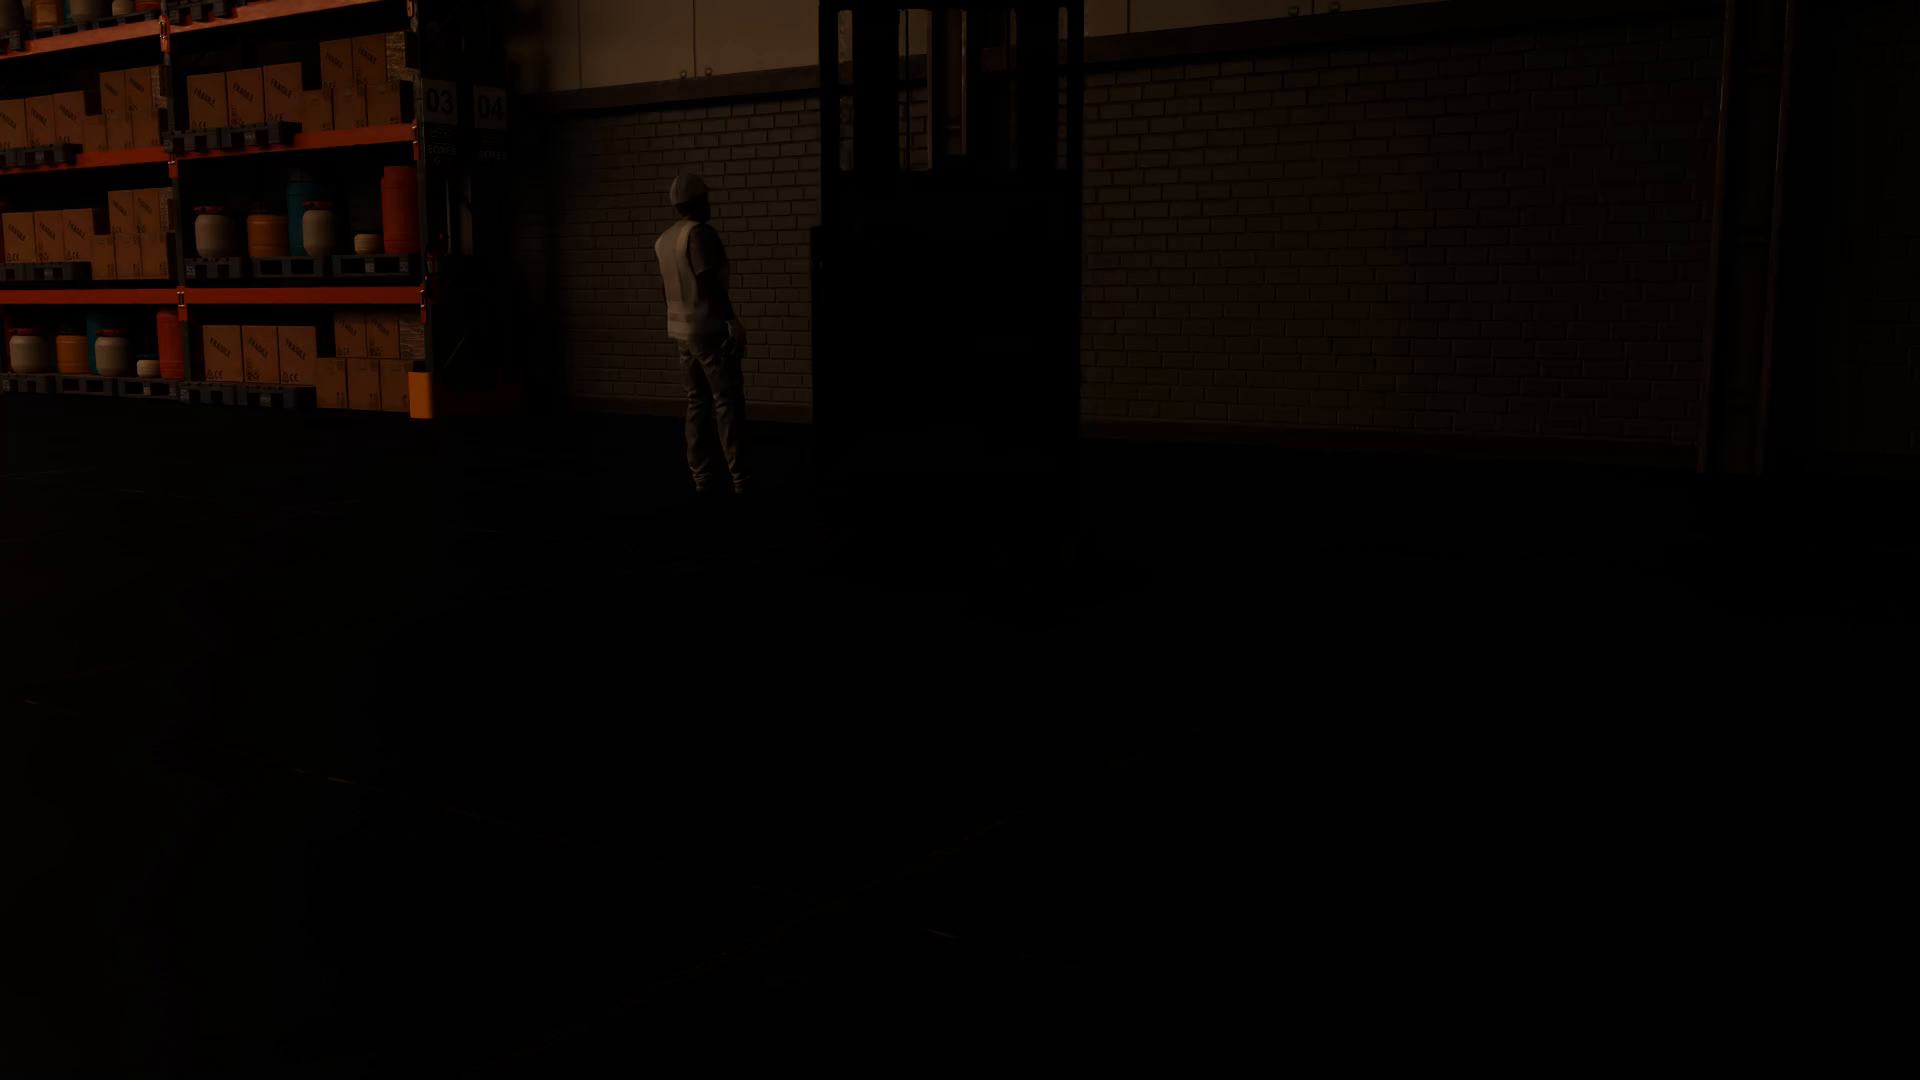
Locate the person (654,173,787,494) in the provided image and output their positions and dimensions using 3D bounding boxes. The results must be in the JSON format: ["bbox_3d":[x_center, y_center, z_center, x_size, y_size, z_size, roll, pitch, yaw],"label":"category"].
[{"bbox_3d":[-1.380,-1.166,9.416,0.579,1.781,0.656,-6,10,-37],"label":"person"}]

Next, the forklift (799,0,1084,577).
[{"bbox_3d":[-0.051,-1.351,6.696,1.130,2.935,3.031,1,8,4],"label":"forklift"}]
